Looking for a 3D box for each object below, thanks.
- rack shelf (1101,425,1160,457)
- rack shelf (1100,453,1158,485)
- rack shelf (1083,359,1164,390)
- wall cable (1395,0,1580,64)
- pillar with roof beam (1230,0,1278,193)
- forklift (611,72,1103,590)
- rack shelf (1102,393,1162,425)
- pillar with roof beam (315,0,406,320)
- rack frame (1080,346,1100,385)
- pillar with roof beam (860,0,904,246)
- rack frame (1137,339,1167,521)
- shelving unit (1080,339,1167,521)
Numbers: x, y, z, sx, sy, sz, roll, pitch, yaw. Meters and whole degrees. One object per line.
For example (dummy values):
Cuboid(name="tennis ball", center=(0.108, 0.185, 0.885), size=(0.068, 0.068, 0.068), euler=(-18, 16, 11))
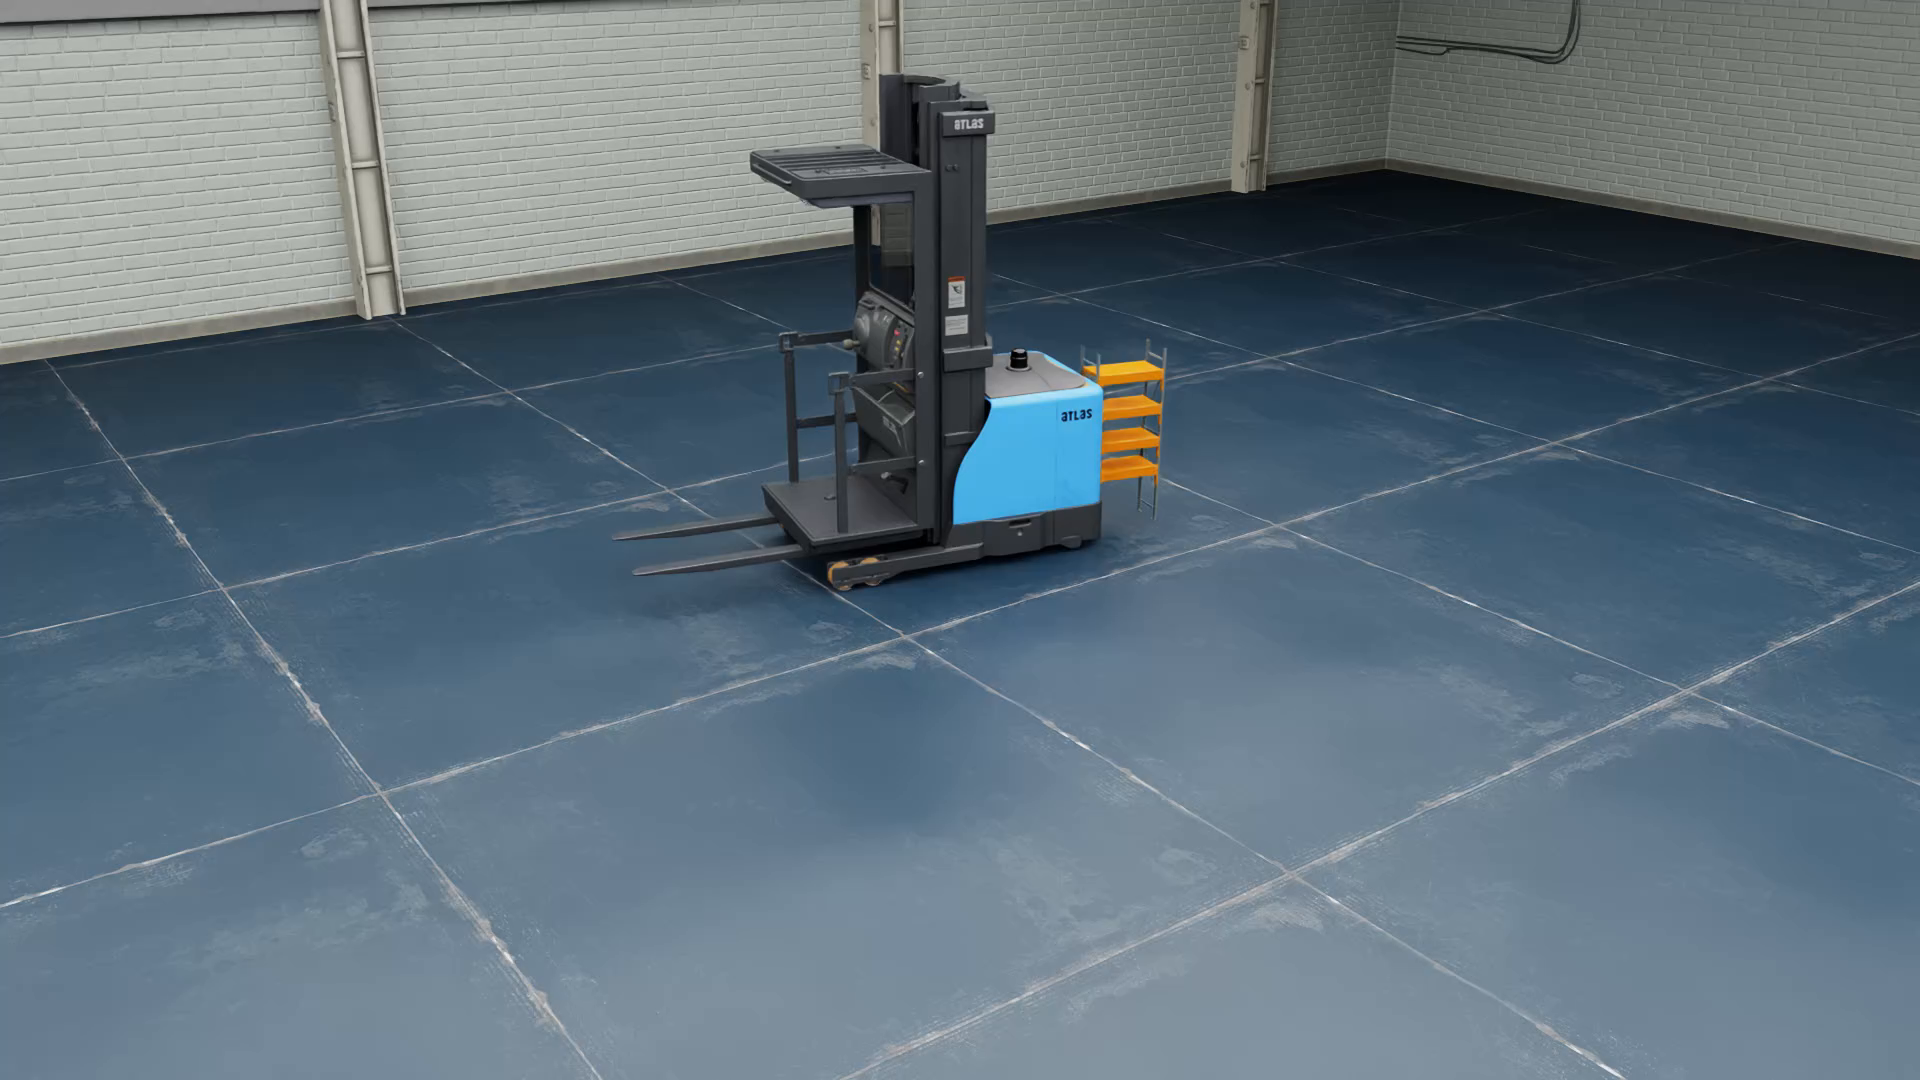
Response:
Cuboid(name="rack shelf", center=(1.053, -0.631, 11.029), size=(0.480, 0.148, 0.258), euler=(-8, 23, -22))
Cuboid(name="rack shelf", center=(1.049, -0.446, 11.101), size=(0.480, 0.148, 0.258), euler=(-8, 23, -22))
Cuboid(name="rack shelf", center=(1.060, -1.060, 10.861), size=(0.480, 0.148, 0.258), euler=(-8, 23, -22))
Cuboid(name="wall cable", center=(7.150, -7.826, 22.555), size=(0.112, 2.526, 3.097), euler=(-15, 26, -33))
Cuboid(name="pillar with roof beam", center=(6.501, -7.733, 18.133), size=(0.400, 9.000, 9.100), euler=(-15, 26, -33))
Cuboid(name="forklift", center=(-0.652, -1.279, 10.146), size=(3.031, 2.935, 1.130), euler=(-9, 23, -21))
Cuboid(name="rack shelf", center=(1.056, -0.840, 10.948), size=(0.480, 0.148, 0.258), euler=(-8, 23, -22))
Cuboid(name="pillar with roof beam", center=(-3.240, -5.135, 11.624), size=(0.400, 9.000, 9.100), euler=(-15, 26, -33))
Cuboid(name="rack frame", center=(0.830, -0.662, 10.912), size=(0.015, 1.200, 0.240), euler=(-8, 23, -22))
Cuboid(name="pillar with roof beam", center=(1.630, -6.434, 14.878), size=(0.400, 9.000, 9.100), euler=(-15, 26, -33))
Cuboid(name="rack frame", center=(1.277, -0.726, 11.097), size=(0.015, 1.200, 0.240), euler=(-8, 23, -22))
Cuboid(name="shelving unit", center=(1.054, -0.694, 11.004), size=(0.503, 1.200, 0.258), euler=(-8, 23, -22))
